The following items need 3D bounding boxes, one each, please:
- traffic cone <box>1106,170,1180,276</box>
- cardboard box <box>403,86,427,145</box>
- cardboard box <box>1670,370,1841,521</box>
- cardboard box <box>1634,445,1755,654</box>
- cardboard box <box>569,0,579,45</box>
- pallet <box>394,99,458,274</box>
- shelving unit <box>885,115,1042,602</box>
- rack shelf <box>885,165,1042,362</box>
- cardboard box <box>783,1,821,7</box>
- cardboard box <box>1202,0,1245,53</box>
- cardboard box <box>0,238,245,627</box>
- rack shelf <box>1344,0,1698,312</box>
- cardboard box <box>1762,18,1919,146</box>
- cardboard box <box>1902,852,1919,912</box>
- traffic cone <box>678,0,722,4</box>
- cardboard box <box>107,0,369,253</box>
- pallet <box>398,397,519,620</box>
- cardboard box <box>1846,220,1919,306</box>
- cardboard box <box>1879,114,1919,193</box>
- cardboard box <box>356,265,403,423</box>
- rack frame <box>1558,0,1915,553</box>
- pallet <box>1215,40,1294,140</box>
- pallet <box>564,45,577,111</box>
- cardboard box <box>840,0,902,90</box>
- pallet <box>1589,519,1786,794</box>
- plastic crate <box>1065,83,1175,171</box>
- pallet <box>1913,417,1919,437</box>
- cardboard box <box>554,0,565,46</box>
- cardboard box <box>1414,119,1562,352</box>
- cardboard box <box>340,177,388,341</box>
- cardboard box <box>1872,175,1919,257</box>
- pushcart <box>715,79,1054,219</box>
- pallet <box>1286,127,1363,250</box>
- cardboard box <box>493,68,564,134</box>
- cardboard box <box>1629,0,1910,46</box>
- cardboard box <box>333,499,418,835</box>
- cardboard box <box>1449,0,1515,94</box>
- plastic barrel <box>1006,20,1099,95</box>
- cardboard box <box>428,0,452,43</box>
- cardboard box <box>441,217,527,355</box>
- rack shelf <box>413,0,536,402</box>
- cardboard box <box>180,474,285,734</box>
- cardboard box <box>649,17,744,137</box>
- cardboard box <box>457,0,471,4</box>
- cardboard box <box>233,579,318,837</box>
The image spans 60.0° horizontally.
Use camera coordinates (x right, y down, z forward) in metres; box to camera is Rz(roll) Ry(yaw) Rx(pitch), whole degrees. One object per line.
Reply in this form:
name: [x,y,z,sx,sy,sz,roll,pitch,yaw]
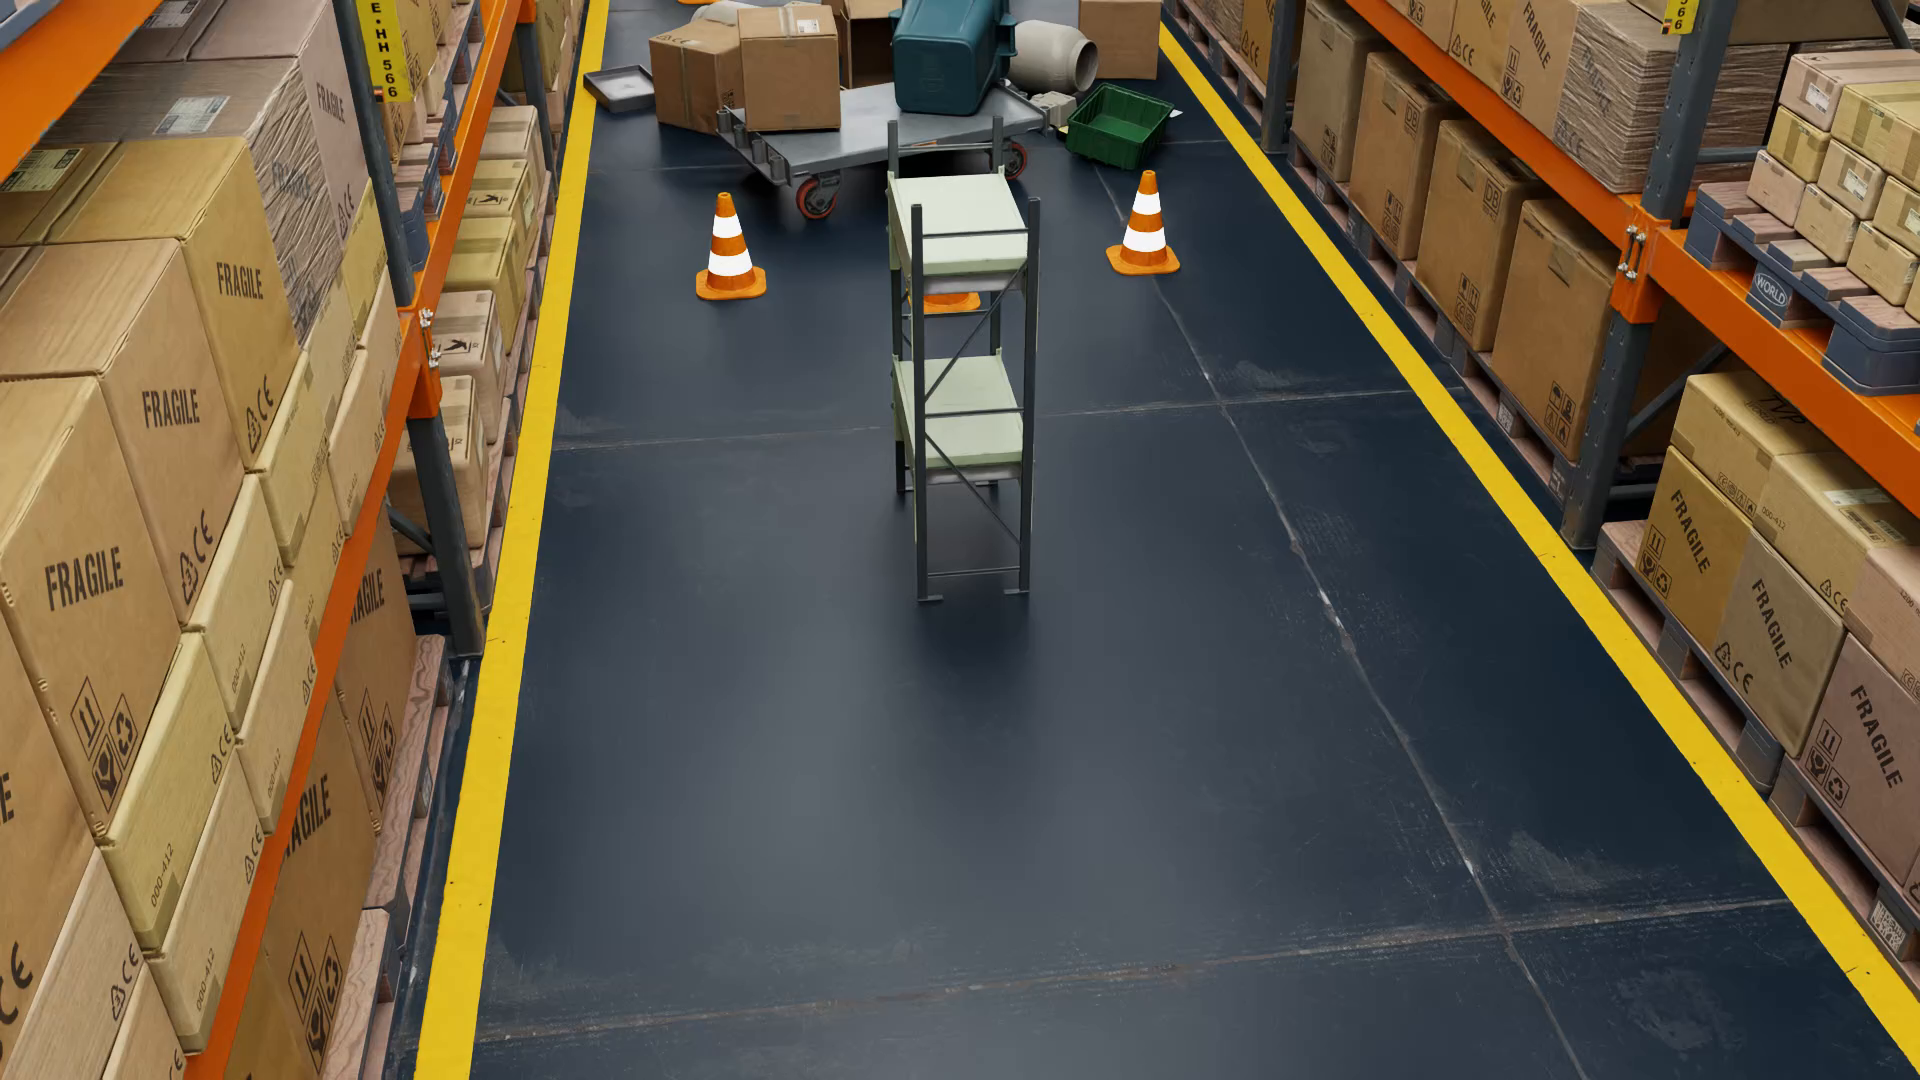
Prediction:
traffic cone: [0.911,-1.587,8.167,0.336,0.463,0.334,-4,35,-6]
cardboard box: [-1.982,-1.416,5.514,0.380,0.149,0.250,-7,35,-9]
cardboard box: [2.618,-0.313,5.226,0.500,0.250,0.500,-6,35,-9]
cardboard box: [2.607,0.008,5.422,0.500,0.500,0.500,-6,35,-8]
cardboard box: [-2.689,-3.324,10.533,0.500,0.250,0.500,-6,35,-8]
pallet: [-2.328,-1.145,5.436,1.213,0.211,1.003,-4,35,-6]
shelving unit: [-0.001,-0.623,5.833,0.431,1.500,0.755,-4,35,-6]
rack shelf: [-0.001,-0.946,5.613,0.431,0.370,0.720,-4,35,-6]
cardboard box: [-1.025,-3.542,11.316,0.380,0.149,0.250,13,36,18]
cardboard box: [2.087,-3.652,10.459,0.875,0.875,0.875,-4,34,-6]
cardboard box: [-1.600,-0.174,2.865,0.500,0.500,0.500,-5,35,-7]
rack shelf: [2.496,-2.084,7.284,1.077,0.370,4.000,-4,35,-6]
cardboard box: [2.972,-1.578,5.813,0.500,0.500,0.500,-4,34,-6]
cardboard box: [2.820,0.859,4.172,0.500,0.500,0.500,-5,35,-7]
traffic cone: [-1.866,-4.108,11.867,0.336,0.463,0.334,-4,35,-6]
cardboard box: [-1.798,-1.020,4.107,0.500,0.500,0.500,-5,35,-8]
pallet: [-2.230,-0.118,6.236,1.003,0.211,1.213,-4,35,-6]
cardboard box: [2.698,-0.770,4.567,0.380,0.149,0.250,-3,34,-4]
cardboard box: [2.702,-1.022,4.407,0.380,0.149,0.250,-5,35,-7]
cardboard box: [-1.801,-0.510,4.468,0.500,0.250,0.500,-6,35,-8]
rack frame: [2.765,-1.266,5.444,1.000,3.000,0.127,-4,35,-6]
pallet: [2.202,-2.776,10.136,1.003,0.211,1.213,-4,35,-6]
pallet: [-2.957,-2.969,10.419,1.003,0.211,1.213,-4,35,-6]
cardboard box: [-0.324,-3.013,10.104,0.797,0.637,0.503,-4,35,-6]
pallet: [2.869,0.323,5.589,1.003,0.211,1.213,-4,35,-6]
plastic crate: [0.905,-2.357,9.491,0.450,0.188,0.662,21,39,12]
pallet: [3.072,-0.085,3.881,1.003,0.211,1.213,-4,35,-6]
cardboard box: [-2.560,-3.061,9.481,0.500,0.500,0.500,-3,34,-4]
cardboard box: [2.651,-1.344,7.183,1.050,0.750,0.750,-4,34,-6]
cardboard box: [-1.810,-0.728,4.344,0.500,0.250,0.500,-4,35,-7]
cardboard box: [2.709,-0.873,4.454,0.380,0.149,0.250,-5,35,-8]
pushcart: [-0.412,-2.183,9.119,1.648,0.377,0.936,-16,38,-23]
pallet: [2.405,-1.921,8.881,1.003,0.211,1.213,-4,35,-6]
cardboard box: [-2.476,-2.453,9.255,0.500,0.250,0.500,-6,35,-9]
cardboard box: [2.714,-1.971,5.502,0.700,0.500,0.500,-5,35,-7]
cardboard box: [-2.116,0.262,4.716,0.875,0.875,0.875,-5,35,-7]
cardboard box: [2.305,-2.095,6.572,0.500,0.500,0.500,-5,35,-7]
plastic barrel: [0.554,-2.950,10.203,0.512,0.421,0.421,20,39,26]
cardboard box: [-2.113,-2.027,5.835,0.500,0.500,0.500,-4,34,-6]
cardboard box: [-2.396,-1.073,7.121,0.950,0.372,0.625,-3,34,-5]
rack shelf: [-2.396,-1.653,6.651,1.077,0.370,4.000,-4,35,-6]
cardboard box: [-1.578,0.132,3.082,0.500,0.250,0.500,-5,35,-8]
cardboard box: [-1.460,-2.736,9.818,0.500,0.500,0.500,20,39,26]
cardboard box: [-2.199,-2.300,6.811,0.380,0.149,0.250,-4,35,-6]
cardboard box: [-1.569,0.339,3.222,0.500,0.250,0.500,-5,35,-7]
